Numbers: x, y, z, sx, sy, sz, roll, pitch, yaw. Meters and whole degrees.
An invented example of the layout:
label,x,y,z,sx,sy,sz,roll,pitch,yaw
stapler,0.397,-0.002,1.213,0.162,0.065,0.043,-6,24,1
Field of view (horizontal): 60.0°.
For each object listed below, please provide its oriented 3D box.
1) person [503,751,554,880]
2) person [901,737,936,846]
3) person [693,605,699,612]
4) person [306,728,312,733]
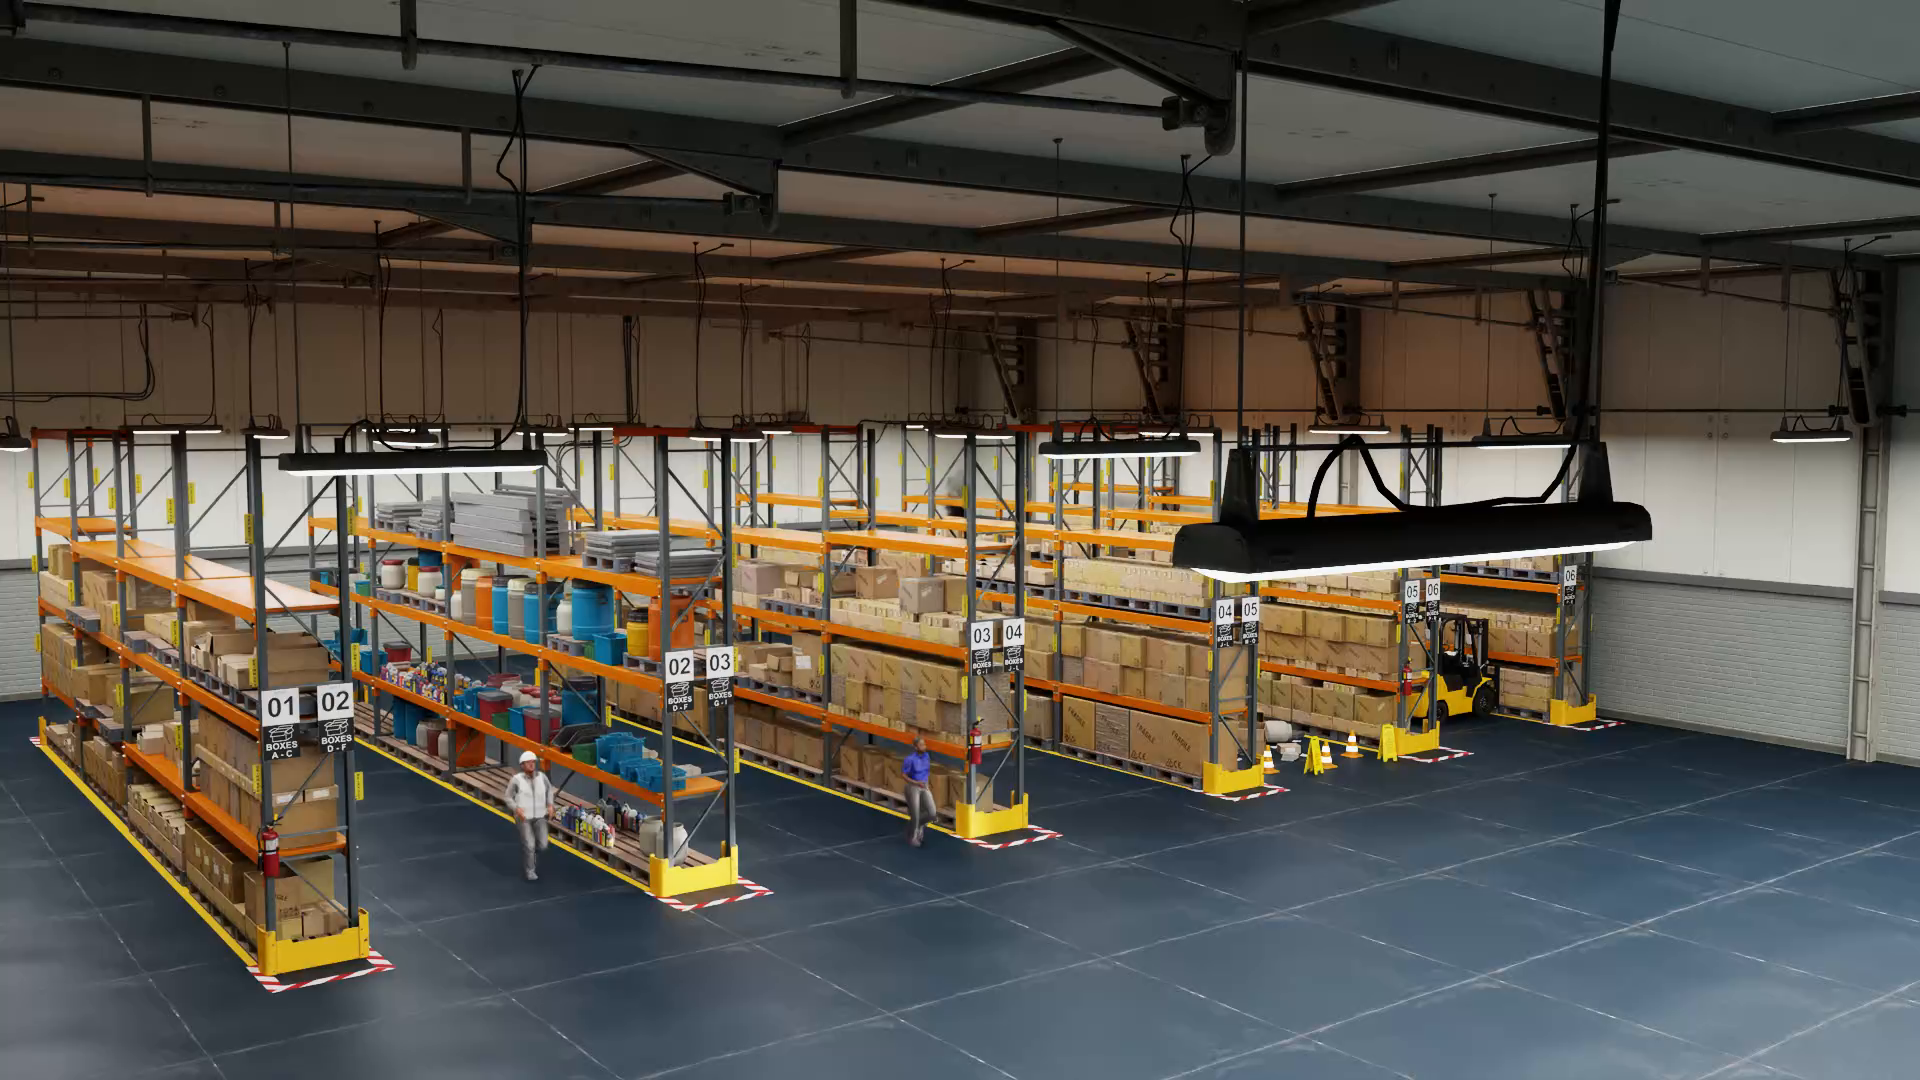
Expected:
label,x,y,z,sx,sy,sz,roll,pitch,yaw
person,-5.820,3.703,22.468,0.705,1.729,0.614,-3,5,-35
person,-0.575,3.647,24.074,0.595,1.617,0.584,-4,6,-39
person,-6.412,2.334,39.375,0.769,1.735,0.943,0,4,2
person,-11.244,3.225,28.318,0.954,1.713,0.663,4,6,44
